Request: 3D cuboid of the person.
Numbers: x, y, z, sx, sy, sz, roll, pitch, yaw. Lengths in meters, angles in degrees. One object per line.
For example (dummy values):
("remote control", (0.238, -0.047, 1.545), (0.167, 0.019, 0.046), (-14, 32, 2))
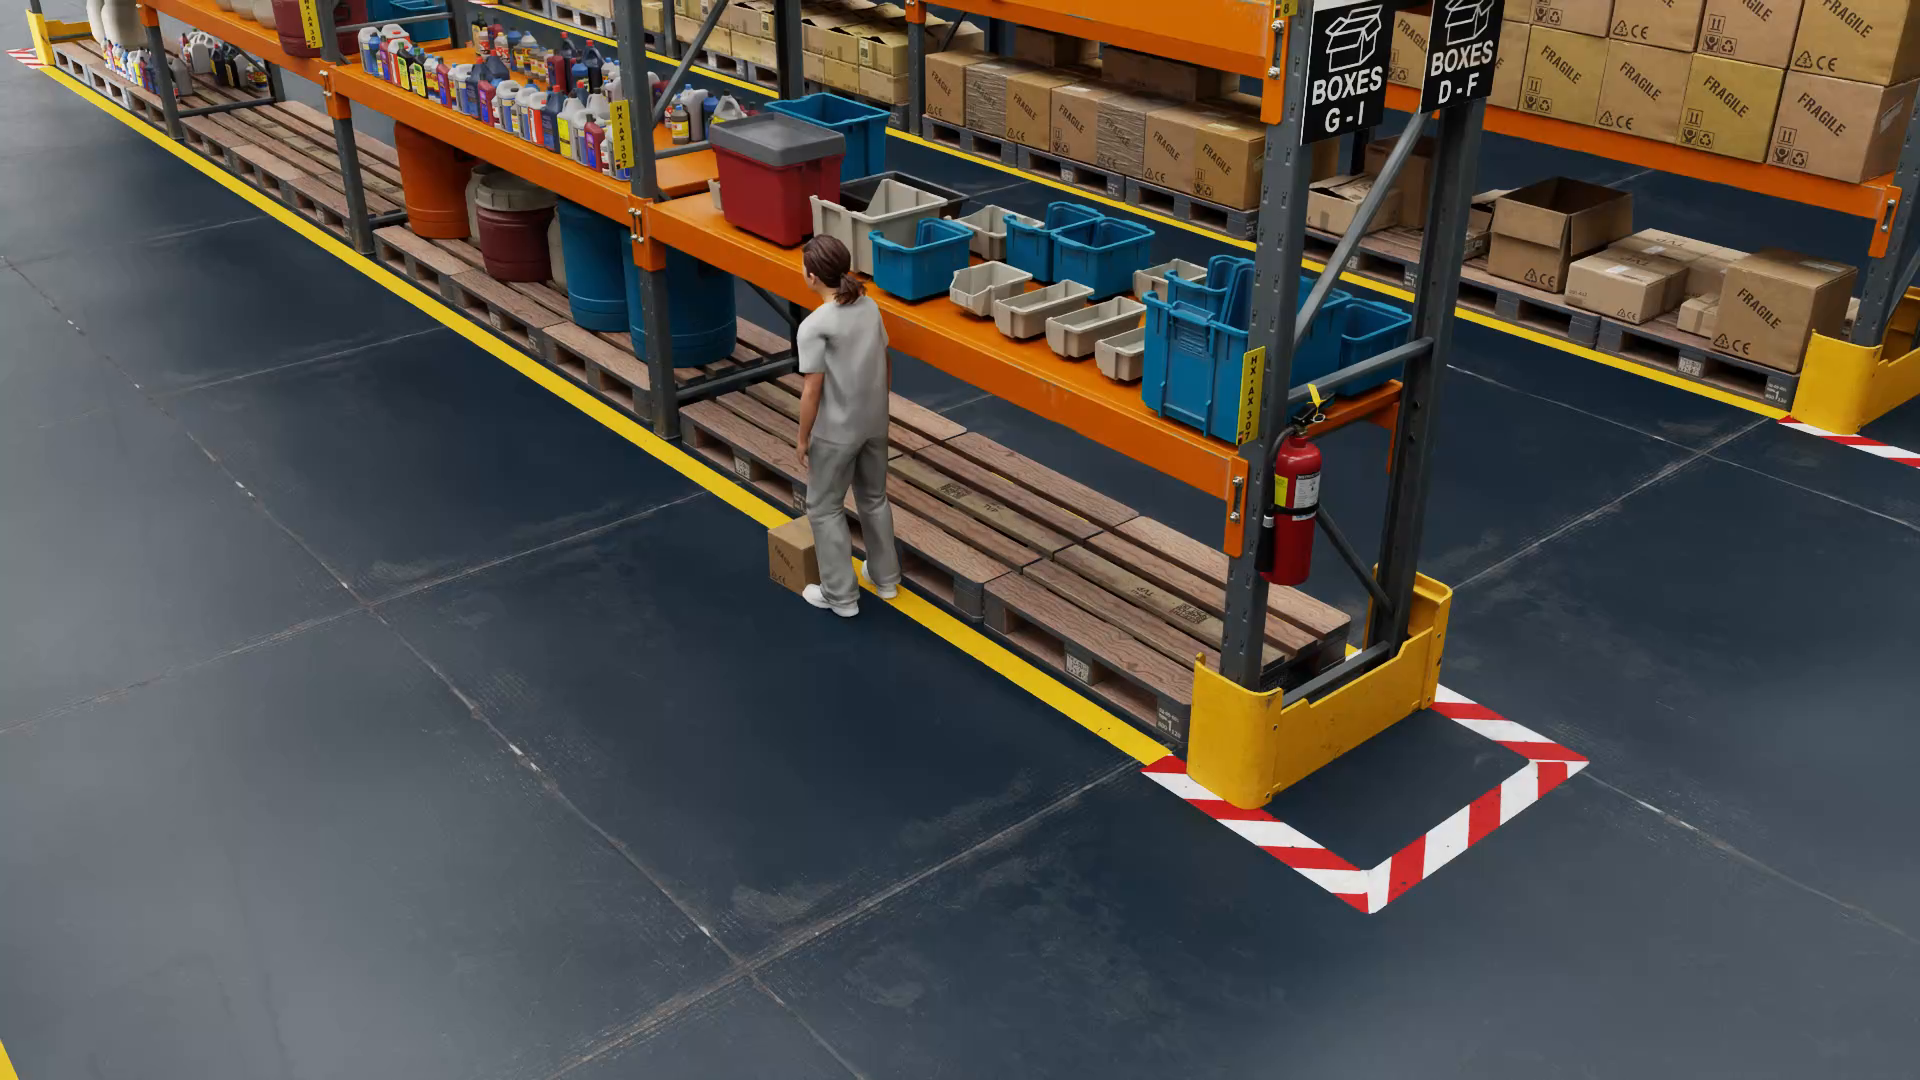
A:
("person", (-0.482, -0.469, 6.997), (0.513, 1.671, 0.365), (-25, 37, -38))
